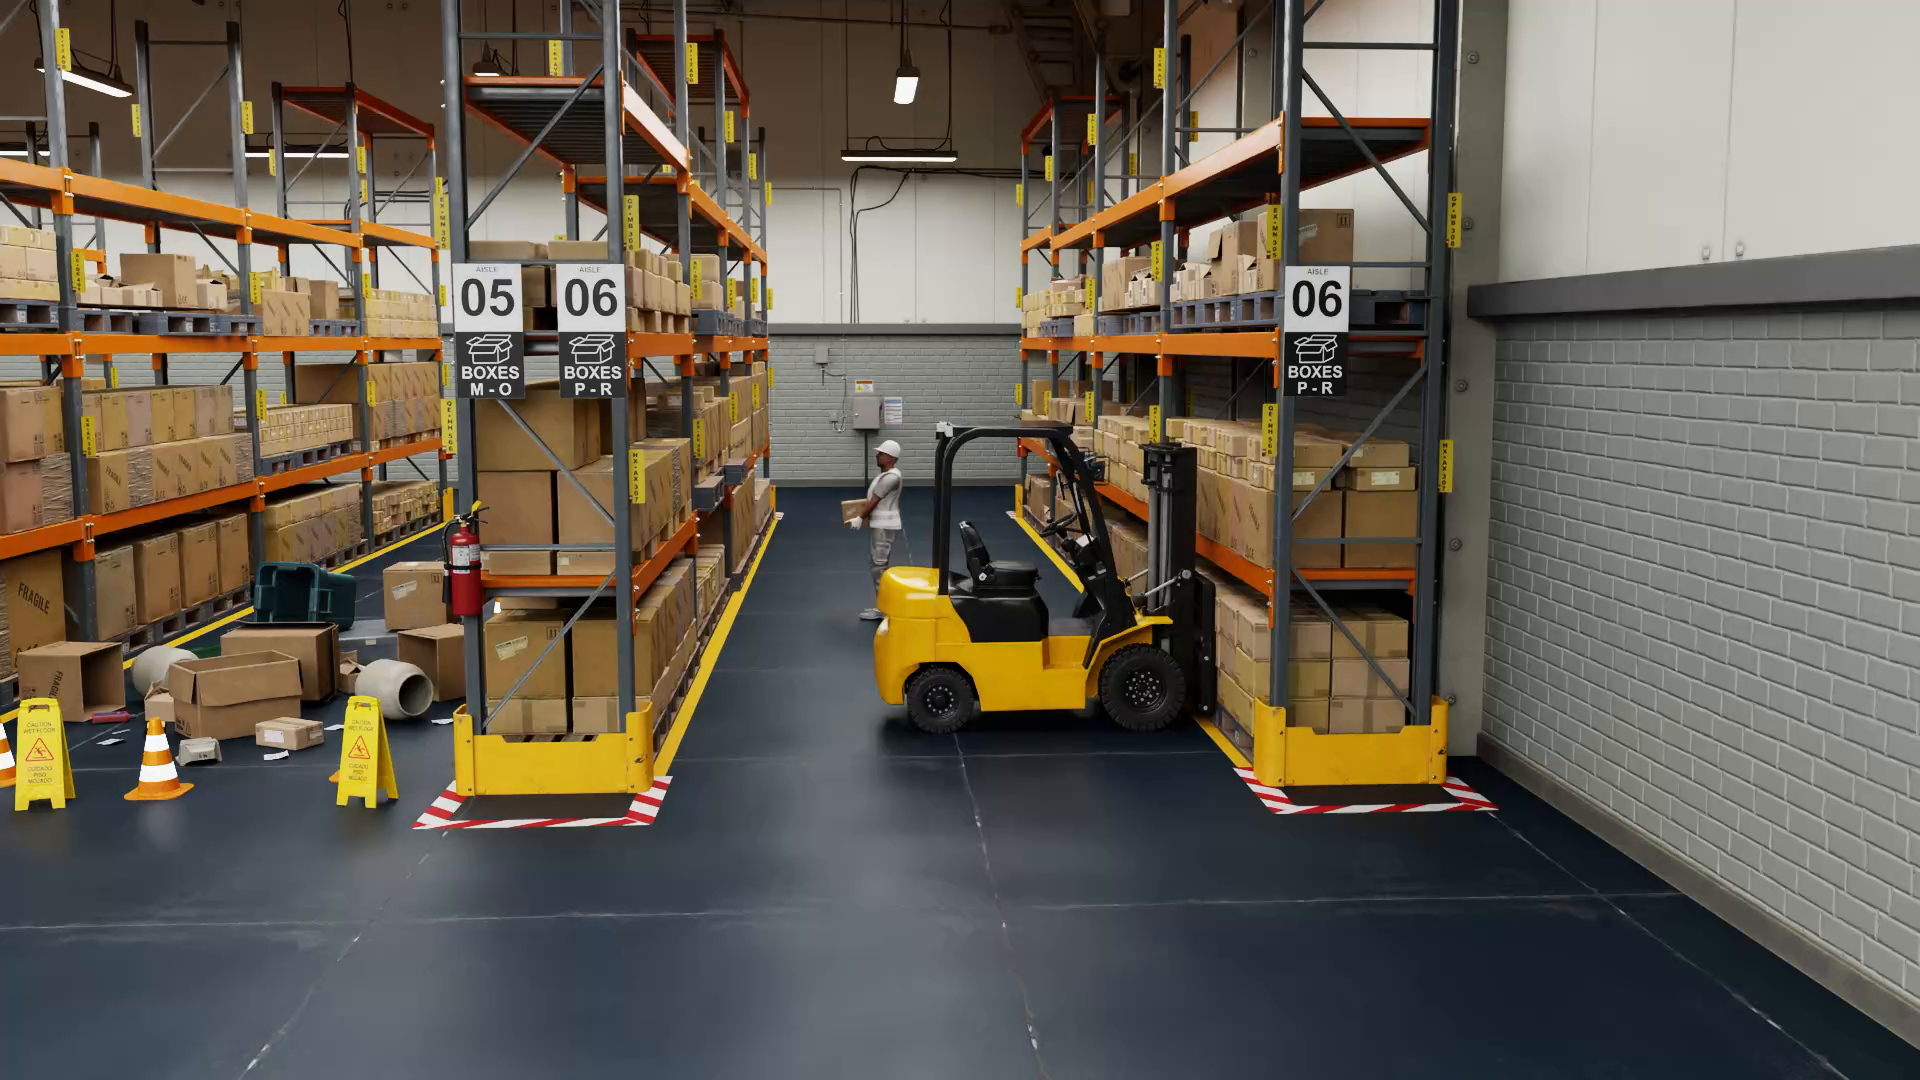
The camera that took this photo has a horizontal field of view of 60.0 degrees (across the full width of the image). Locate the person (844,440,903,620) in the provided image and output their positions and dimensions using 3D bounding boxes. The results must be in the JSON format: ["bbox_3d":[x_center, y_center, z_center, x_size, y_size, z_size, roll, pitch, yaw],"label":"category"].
[{"bbox_3d":[-0.859,-0.103,16.546,0.584,1.778,0.487,0,7,-4],"label":"person"}]
